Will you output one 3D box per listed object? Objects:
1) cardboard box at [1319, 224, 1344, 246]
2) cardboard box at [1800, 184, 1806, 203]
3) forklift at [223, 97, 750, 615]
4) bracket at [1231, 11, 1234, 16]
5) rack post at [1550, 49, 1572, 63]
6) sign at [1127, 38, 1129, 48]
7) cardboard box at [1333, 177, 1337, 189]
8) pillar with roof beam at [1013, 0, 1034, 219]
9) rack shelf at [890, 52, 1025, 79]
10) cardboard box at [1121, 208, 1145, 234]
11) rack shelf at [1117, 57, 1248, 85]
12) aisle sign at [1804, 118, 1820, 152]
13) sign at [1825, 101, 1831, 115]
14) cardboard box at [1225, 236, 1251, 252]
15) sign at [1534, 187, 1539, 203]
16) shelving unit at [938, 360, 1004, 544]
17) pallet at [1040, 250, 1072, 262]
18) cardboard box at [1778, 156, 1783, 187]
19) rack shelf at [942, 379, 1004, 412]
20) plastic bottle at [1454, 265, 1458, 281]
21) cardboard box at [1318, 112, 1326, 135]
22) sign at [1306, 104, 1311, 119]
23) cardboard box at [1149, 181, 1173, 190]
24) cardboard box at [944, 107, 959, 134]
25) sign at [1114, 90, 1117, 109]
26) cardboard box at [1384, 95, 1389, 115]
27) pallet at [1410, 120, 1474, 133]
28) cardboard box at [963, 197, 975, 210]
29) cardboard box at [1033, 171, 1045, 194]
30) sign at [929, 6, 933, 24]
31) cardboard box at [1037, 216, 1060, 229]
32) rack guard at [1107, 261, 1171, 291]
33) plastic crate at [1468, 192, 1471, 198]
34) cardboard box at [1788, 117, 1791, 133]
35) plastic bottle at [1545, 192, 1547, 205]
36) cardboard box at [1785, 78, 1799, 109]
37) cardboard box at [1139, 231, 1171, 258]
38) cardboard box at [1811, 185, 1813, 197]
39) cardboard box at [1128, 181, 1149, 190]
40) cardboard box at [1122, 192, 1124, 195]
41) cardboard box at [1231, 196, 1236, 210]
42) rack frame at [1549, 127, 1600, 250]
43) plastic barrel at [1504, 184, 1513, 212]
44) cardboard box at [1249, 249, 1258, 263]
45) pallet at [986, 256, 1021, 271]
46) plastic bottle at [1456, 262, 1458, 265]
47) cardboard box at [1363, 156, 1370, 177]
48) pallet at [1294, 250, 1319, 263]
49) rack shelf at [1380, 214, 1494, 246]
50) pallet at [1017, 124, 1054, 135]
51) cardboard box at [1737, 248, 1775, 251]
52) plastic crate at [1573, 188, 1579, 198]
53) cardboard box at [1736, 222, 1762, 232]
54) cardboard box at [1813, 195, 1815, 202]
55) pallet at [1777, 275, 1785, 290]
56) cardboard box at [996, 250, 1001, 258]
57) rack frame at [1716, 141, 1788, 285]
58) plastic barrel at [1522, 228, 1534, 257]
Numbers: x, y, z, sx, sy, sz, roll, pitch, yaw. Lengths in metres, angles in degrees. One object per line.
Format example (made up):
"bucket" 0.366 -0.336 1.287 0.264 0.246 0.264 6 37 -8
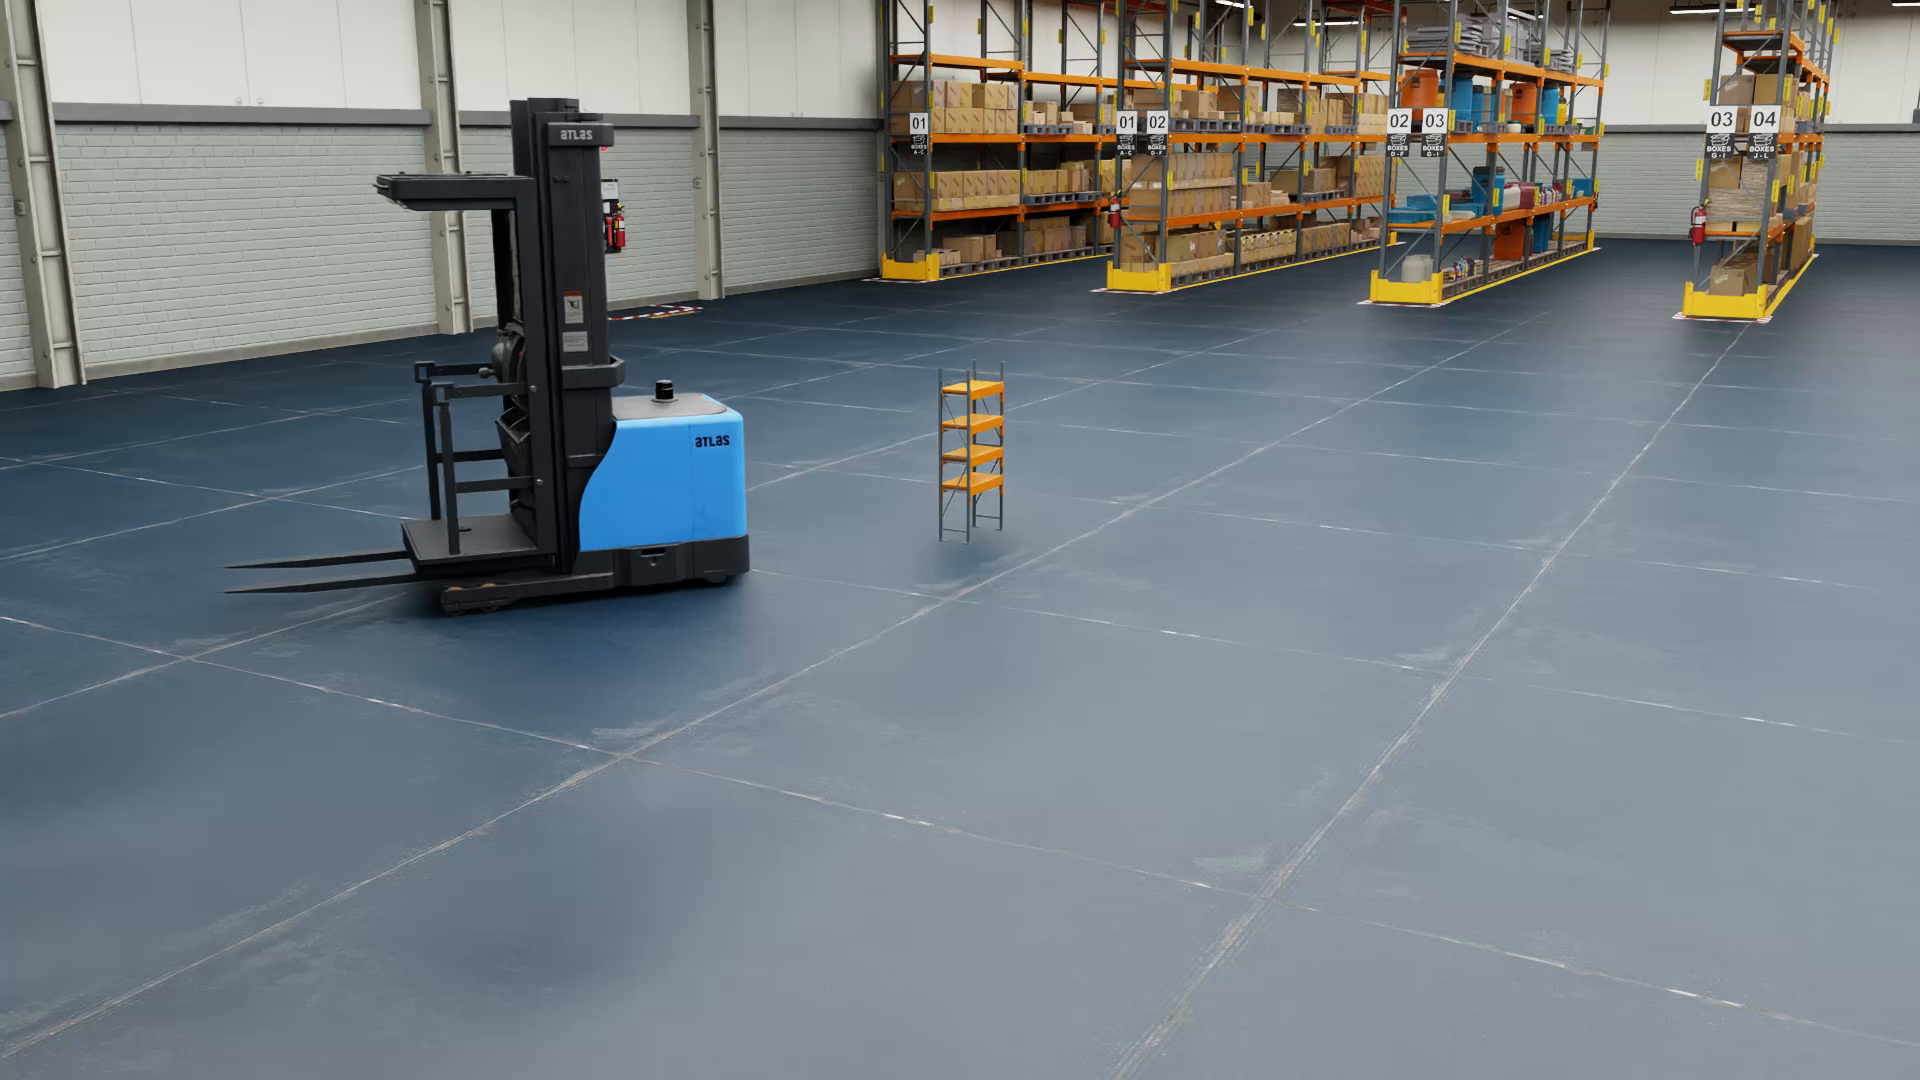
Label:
"cardboard box" 8.880 -7.326 39.914 0.500 0.500 0.500 7 15 28
"cardboard box" 17.059 -7.049 34.158 0.500 0.500 0.500 7 15 28
"forklift" -2.884 -1.125 9.946 3.031 2.935 1.130 -6 15 -22
"bracket" 7.769 -15.305 48.139 0.235 0.232 0.430 7 15 28
"rack post" 13.014 -10.710 36.917 0.937 0.300 0.954 7 15 27
"sign" 4.302 -12.637 42.420 0.100 0.325 0.005 7 15 28
"cardboard box" 9.131 -8.741 41.178 0.500 0.500 0.500 8 16 29
"pillar with roof beam" 5.225 -10.561 36.139 9.100 9.000 0.400 7 15 28
"rack shelf" -0.058 -9.635 33.841 1.077 0.370 4.000 7 15 28
"cardboard box" 4.148 -7.950 41.800 0.750 0.750 0.750 8 16 30
"rack shelf" 4.280 -8.882 31.562 1.077 0.370 4.000 7 15 28
"aisle sign" 20.015 -9.503 39.005 0.394 0.787 0.004 7 15 28
"sign" 20.186 -10.044 38.677 0.100 0.325 0.005 7 15 28
"cardboard box" 5.665 -6.116 34.278 0.500 0.311 0.500 7 15 28
"sign" 12.000 -7.197 34.637 0.100 0.325 0.005 7 15 28
"shelving unit" 0.080 -0.617 11.534 0.258 1.200 0.503 7 15 28
"pallet" 1.872 -6.536 38.193 1.003 0.211 1.213 7 15 28
"cardboard box" 12.735 -5.839 26.372 0.500 0.500 0.500 7 15 28
"rack shelf" 0.080 -0.999 11.442 0.258 0.148 0.480 7 15 28
"plastic bottle" 8.922 -4.812 29.948 0.061 0.283 0.133 8 16 29
"cardboard box" 7.860 -9.552 38.140 0.910 0.500 0.500 7 15 28
"sign" 7.662 -9.424 36.551 0.100 0.325 0.005 7 15 28
"cardboard box" 3.691 -6.519 30.577 0.380 0.149 0.250 7 15 28
"cardboard box" -0.354 -8.323 32.999 0.500 0.500 0.500 9 16 32
"sign" 2.845 -8.014 30.253 0.100 0.325 0.005 7 15 28
"cardboard box" 10.814 -11.267 43.123 0.700 0.500 0.500 7 15 28
"pallet" 8.133 -7.062 28.430 1.003 0.211 1.213 7 15 28
"cardboard box" -0.021 -6.873 33.918 0.500 0.250 0.500 7 15 27
"cardboard box" 1.461 -7.957 36.987 0.700 0.500 0.500 9 16 34
"sign" -0.550 -10.007 31.680 0.100 0.325 0.005 7 15 28
"cardboard box" 1.965 -7.295 38.186 0.500 0.250 0.500 7 15 28
"rack guard" 3.301 -4.879 30.705 1.175 0.500 0.348 7 15 28
"plastic crate" 9.842 -6.612 32.592 0.392 0.384 0.575 7 15 28
"cardboard box" 13.422 -6.848 27.457 0.500 0.250 0.500 7 15 28
"plastic bottle" 12.871 -7.519 36.569 0.061 0.283 0.133 7 15 28
"cardboard box" 13.922 -7.570 28.218 0.500 0.500 0.500 7 15 26
"cardboard box" 3.782 -5.682 32.071 0.500 0.500 0.500 7 15 28
"cardboard box" 18.731 -7.785 37.109 0.500 0.250 0.500 8 16 29
"cardboard box" 3.331 -6.563 30.759 0.380 0.149 0.250 7 15 27
"cardboard box" 3.802 -8.497 40.871 0.380 0.149 0.250 8 16 29
"cardboard box" 5.446 -6.953 34.293 0.500 0.250 0.500 9 16 32
"rack frame" 15.382 -8.820 41.717 1.000 3.000 0.127 7 15 28
"plastic barrel" 10.799 -6.835 33.193 0.433 0.535 0.433 0 14 0
"cardboard box" 5.907 -5.947 34.770 0.500 0.250 0.500 8 16 29
"pallet" 0.615 -5.983 35.900 1.003 0.211 1.213 7 15 28
"plastic bottle" 9.171 -4.987 30.676 0.061 0.283 0.133 7 15 28
"cardboard box" 9.837 -9.266 41.223 0.500 0.500 0.500 7 15 26
"pallet" 7.574 -6.534 38.185 1.003 0.211 1.213 7 15 28
"rack shelf" 8.614 -5.598 29.887 1.077 0.370 4.000 7 15 28
"pallet" 1.300 -8.962 36.307 1.213 0.211 1.003 7 15 28
"cardboard box" 14.750 -5.129 30.805 0.700 0.500 0.500 6 15 23
"plastic crate" 14.614 -8.317 39.862 0.416 0.233 0.300 7 15 28
"cardboard box" 12.330 -4.885 25.933 0.380 0.149 0.250 7 15 28
"cardboard box" 19.465 -7.870 38.313 0.380 0.149 0.250 8 16 29
"pallet" 14.881 -4.852 31.210 1.003 0.211 1.213 7 15 28
"cardboard box" 0.676 -6.204 35.972 0.380 0.166 0.250 5 15 21
"rack frame" 13.917 -5.797 29.177 1.000 3.000 0.127 7 15 28
"plastic barrel" 12.282 -6.544 36.528 0.600 0.588 0.708 7 15 28
